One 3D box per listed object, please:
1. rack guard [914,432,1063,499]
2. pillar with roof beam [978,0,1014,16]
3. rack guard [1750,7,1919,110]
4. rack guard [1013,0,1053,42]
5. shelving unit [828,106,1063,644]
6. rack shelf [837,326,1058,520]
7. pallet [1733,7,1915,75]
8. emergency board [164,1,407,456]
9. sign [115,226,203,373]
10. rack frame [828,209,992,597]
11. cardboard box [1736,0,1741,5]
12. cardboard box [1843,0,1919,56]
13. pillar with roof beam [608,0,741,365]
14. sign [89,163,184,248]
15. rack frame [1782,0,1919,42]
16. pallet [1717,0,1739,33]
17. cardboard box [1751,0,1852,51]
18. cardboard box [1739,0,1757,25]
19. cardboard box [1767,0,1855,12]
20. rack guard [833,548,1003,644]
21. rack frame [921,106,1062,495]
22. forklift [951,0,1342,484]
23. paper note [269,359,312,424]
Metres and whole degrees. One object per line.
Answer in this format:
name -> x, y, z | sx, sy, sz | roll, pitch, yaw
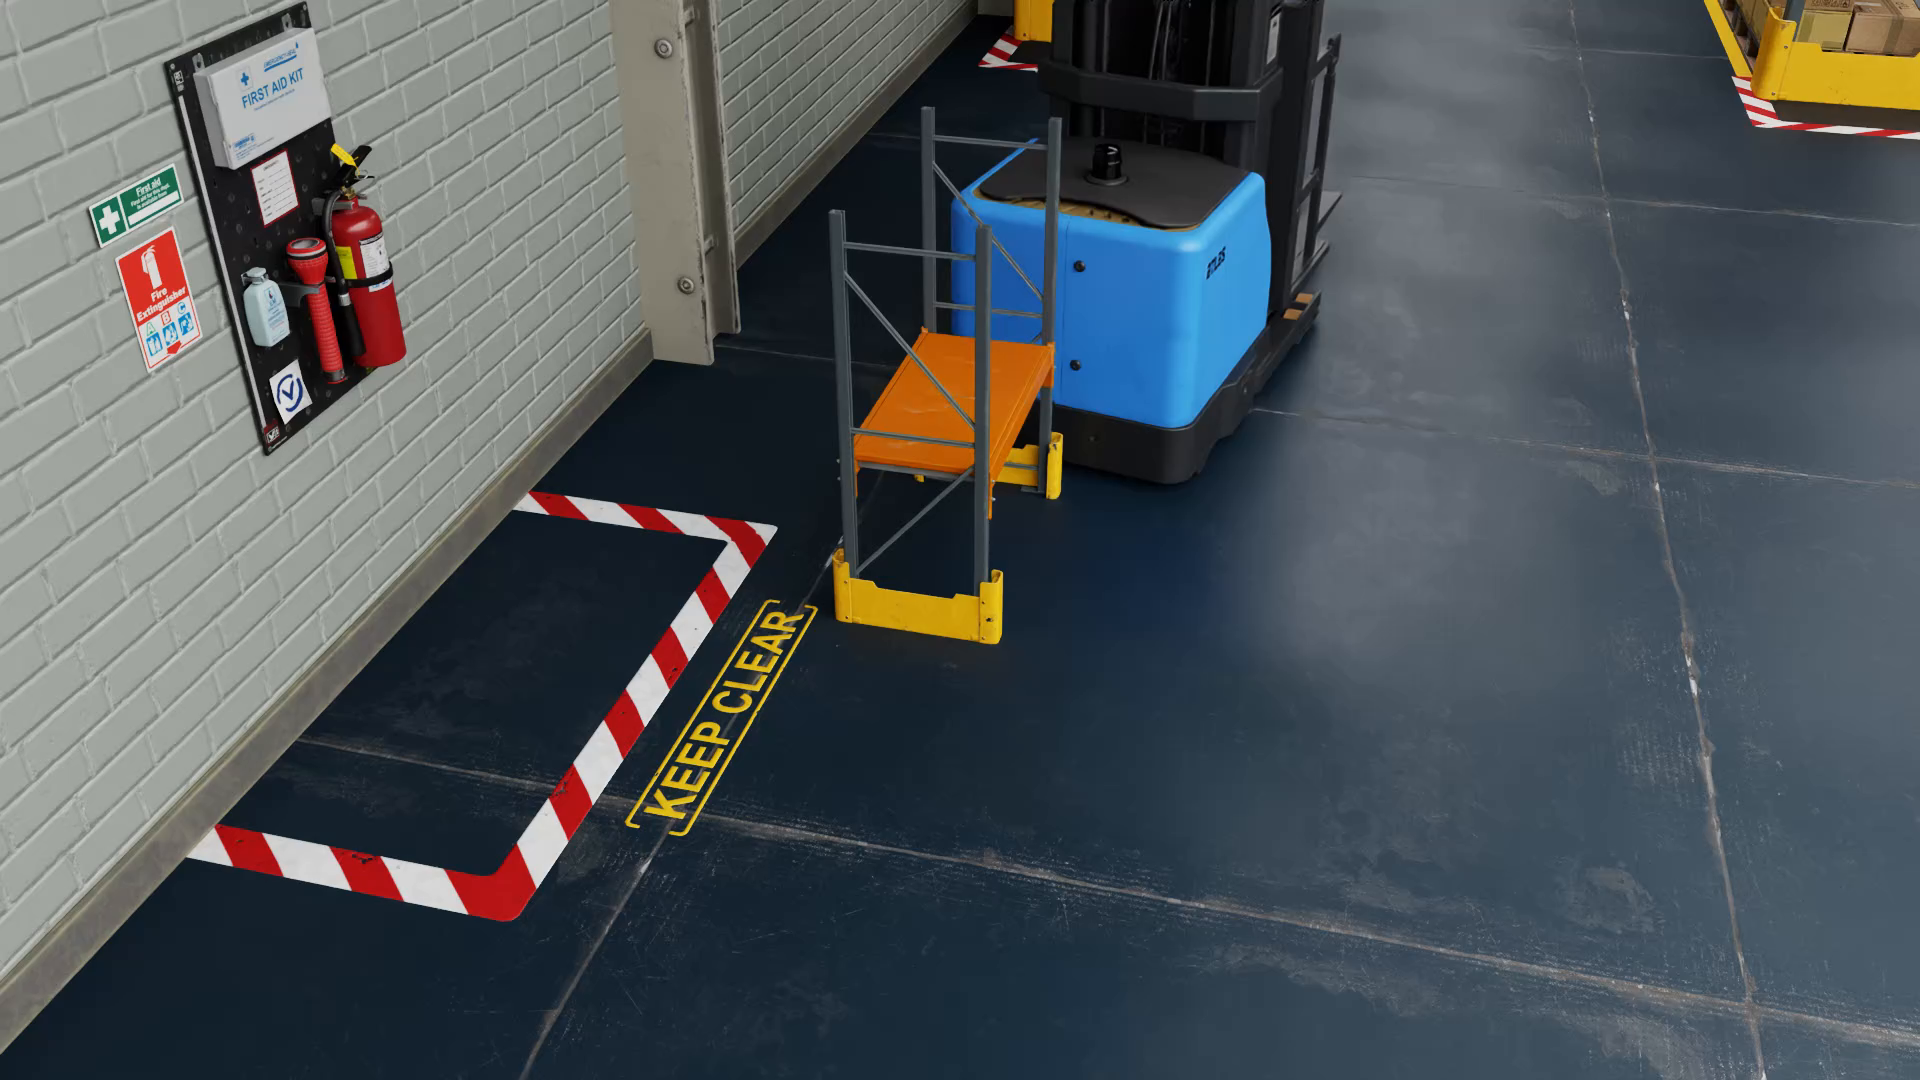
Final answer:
rack guard -> 0.107, -0.324, 6.527 | 0.587, 0.250, 0.087 | 8, 33, 12
pillar with roof beam -> 4.462, -7.235, 9.243 | 9.100, 9.000, 0.400 | 8, 33, 12
rack guard -> 5.743, -3.068, 10.611 | 1.175, 0.500, 0.348 | 8, 33, 12
rack guard -> 0.976, -3.793, 11.750 | 1.175, 0.500, 0.348 | 8, 33, 12
shelving unit -> -0.019, -0.593, 5.785 | 0.587, 1.500, 1.083 | 8, 33, 12
rack shelf -> -0.022, -0.437, 5.874 | 0.538, 0.185, 1.000 | 8, 33, 12
pallet -> 5.903, -3.361, 11.341 | 1.003, 0.211, 1.213 | 8, 33, 12
emergency board -> -1.889, -0.898, 4.867 | 0.194, 1.169, 0.643 | 8, 33, 12
sign -> -2.129, -0.641, 4.428 | 0.001, 0.329, 0.234 | 8, 33, 12
rack frame -> -0.151, -0.325, 5.363 | 0.500, 1.500, 0.032 | 8, 33, 12
cardboard box -> 5.840, -3.992, 11.905 | 0.500, 0.250, 0.500 | 8, 33, 12
cardboard box -> 6.101, -3.401, 10.975 | 0.500, 0.250, 0.500 | 8, 33, 12
pillar with roof beam -> 2.939, -4.121, 4.345 | 9.100, 9.000, 0.400 | 8, 33, 12
sign -> -2.119, -0.865, 4.288 | 0.001, 0.109, 0.331 | 8, 33, 12
rack frame -> 5.750, -4.136, 9.959 | 1.000, 3.000, 0.127 | 8, 33, 12
pallet -> 6.215, -3.993, 12.334 | 1.003, 0.211, 1.213 | 8, 33, 12
cardboard box -> 5.600, -3.471, 11.086 | 0.500, 0.250, 0.500 | 8, 33, 12
cardboard box -> 5.715, -3.732, 11.496 | 0.500, 0.250, 0.500 | 8, 33, 12
cardboard box -> 5.598, -3.788, 10.885 | 0.500, 0.500, 0.500 | 8, 33, 12
rack guard -> -0.146, 0.192, 5.714 | 0.587, 0.250, 0.087 | 8, 33, 12
rack frame -> 0.107, -0.852, 6.193 | 0.500, 1.500, 0.032 | 8, 33, 12
forklift -> 1.042, -2.228, 7.022 | 1.130, 2.935, 3.031 | 14, 35, 21
paper note -> -2.000, -0.444, 4.974 | 0.016, 0.148, 0.142 | 8, 33, 12
